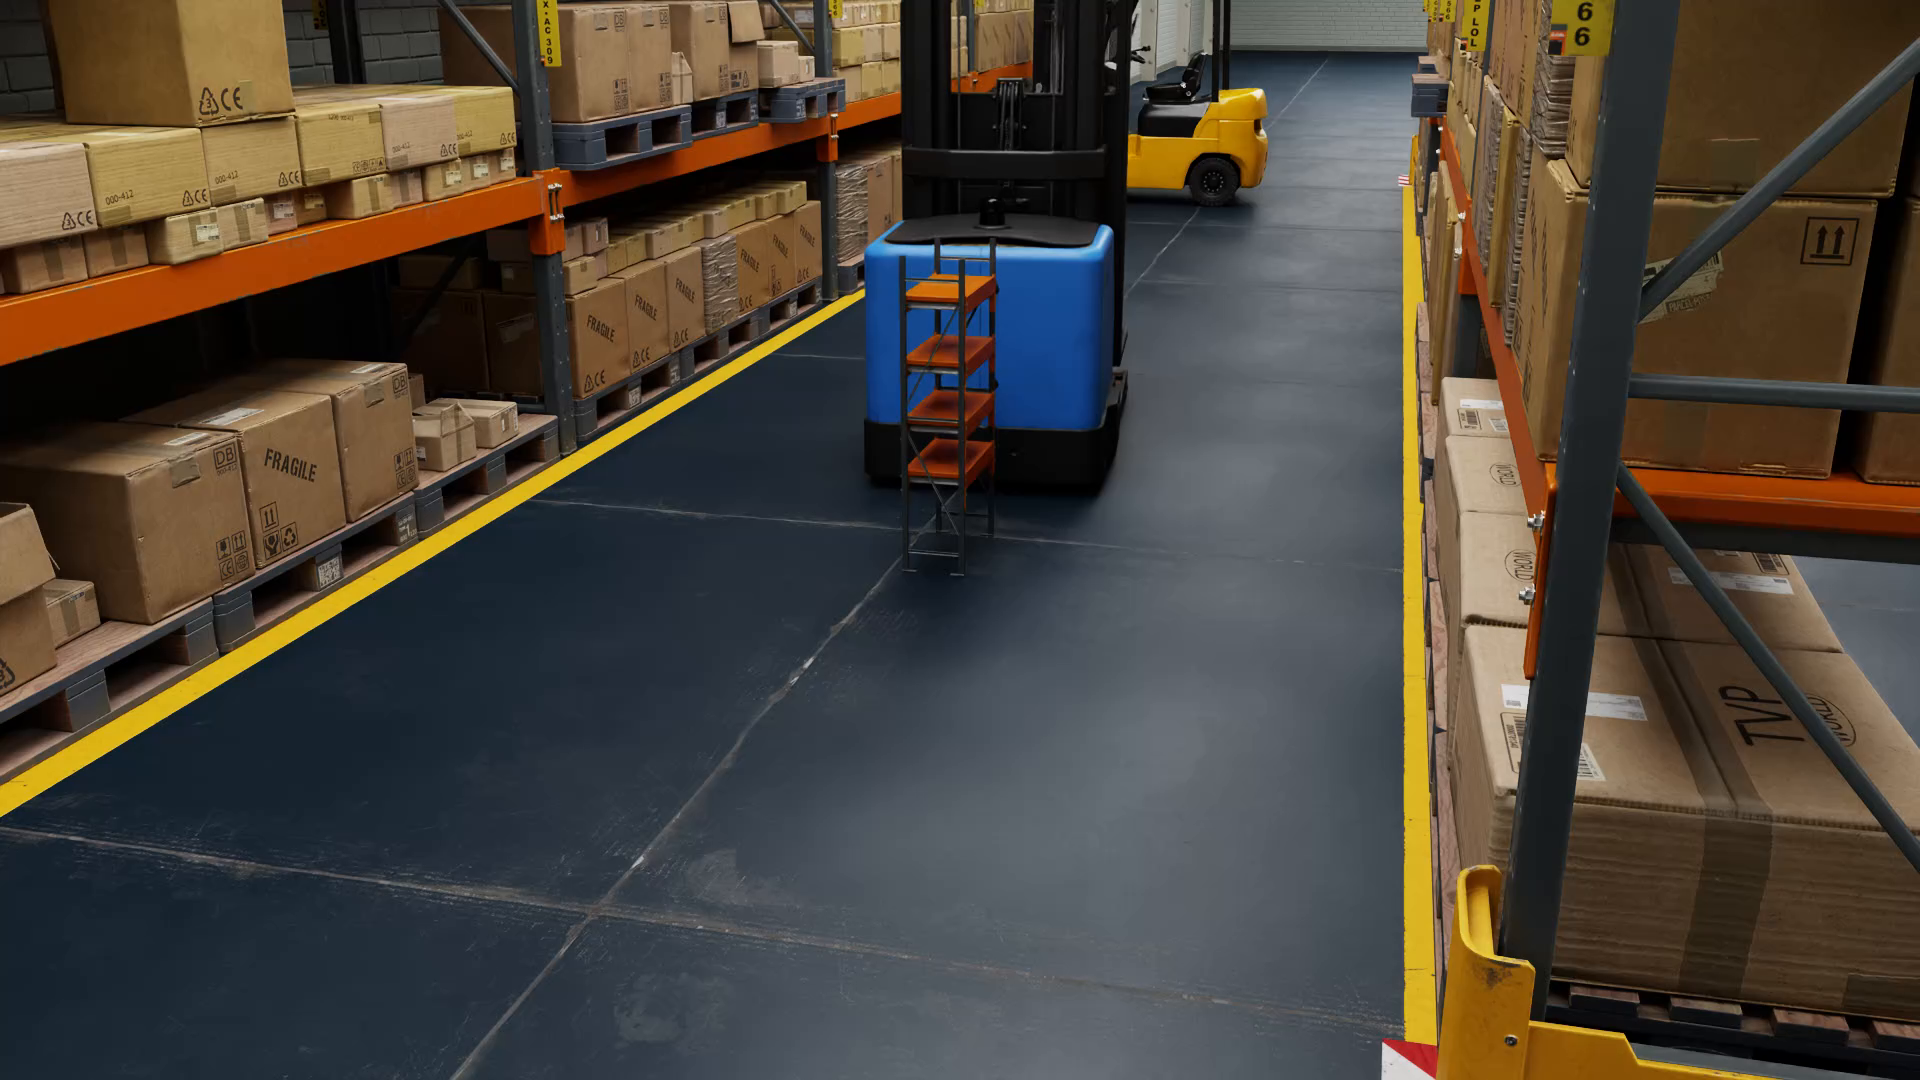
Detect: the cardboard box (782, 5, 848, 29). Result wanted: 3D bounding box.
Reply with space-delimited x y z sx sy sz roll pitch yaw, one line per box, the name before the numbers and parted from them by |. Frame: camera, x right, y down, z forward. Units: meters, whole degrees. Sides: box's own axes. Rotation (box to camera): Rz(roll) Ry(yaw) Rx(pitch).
cardboard box | -0.983 -3.549 11.278 0.380 0.149 0.250 5 20 15

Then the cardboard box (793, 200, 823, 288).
cardboard box | -1.242 -1.984 11.073 0.500 0.500 0.500 5 20 15

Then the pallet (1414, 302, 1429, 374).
pallet | 3.202 -1.166 9.775 1.003 0.211 1.213 5 19 13

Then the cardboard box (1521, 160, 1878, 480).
cardboard box | 1.374 -0.439 3.177 0.500 0.500 0.500 5 19 14

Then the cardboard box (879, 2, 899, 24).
cardboard box | -0.678 -3.954 12.465 0.380 0.149 0.250 5 20 15

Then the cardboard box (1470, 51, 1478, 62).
cardboard box | 2.475 -2.316 7.126 0.500 0.500 0.500 5 19 14

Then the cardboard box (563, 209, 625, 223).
cardboard box | -2.148 -1.811 9.562 0.380 0.149 0.250 4 19 11

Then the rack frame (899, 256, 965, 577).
rack frame | -0.100 -0.439 6.118 0.240 1.200 0.015 5 19 13

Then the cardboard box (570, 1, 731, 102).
cardboard box | -1.671 -2.652 9.008 0.700 0.500 0.500 5 19 13

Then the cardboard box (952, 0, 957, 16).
cardboard box | -0.237 -4.601 14.359 0.380 0.149 0.250 5 20 15

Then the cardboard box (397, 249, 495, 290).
cardboard box | -2.514 -1.325 8.140 0.380 0.149 0.250 4 19 11

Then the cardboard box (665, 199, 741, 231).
cardboard box | -1.534 -1.941 9.944 0.380 0.149 0.250 4 19 13

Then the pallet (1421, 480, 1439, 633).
pallet | 2.229 0.079 6.131 1.003 0.211 1.213 5 19 13

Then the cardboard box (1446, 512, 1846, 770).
cardboard box | 1.793 0.292 4.506 0.875 0.438 0.875 5 20 15

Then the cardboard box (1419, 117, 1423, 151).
cardboard box | 4.828 -4.084 16.448 0.500 0.500 0.500 4 19 11

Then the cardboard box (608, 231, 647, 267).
cardboard box | -1.880 -1.539 8.768 0.380 0.149 0.250 4 19 12

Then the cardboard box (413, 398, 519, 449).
cardboard box | -2.175 -0.516 7.318 0.380 0.149 0.250 4 19 12

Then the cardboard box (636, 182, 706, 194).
cardboard box | -1.867 -2.220 10.762 0.380 0.149 0.250 5 20 15

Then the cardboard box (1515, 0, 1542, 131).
cardboard box | 1.623 -1.231 3.948 0.500 0.500 0.500 5 19 13

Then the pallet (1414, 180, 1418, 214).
pallet | 4.871 -3.258 15.899 1.003 0.211 1.213 5 19 13

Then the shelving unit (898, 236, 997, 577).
shelving unit | -0.040 -0.516 6.342 0.258 1.200 0.503 5 19 13

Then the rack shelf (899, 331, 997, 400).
rack shelf | -0.040 -0.664 6.291 0.258 0.148 0.480 5 19 13

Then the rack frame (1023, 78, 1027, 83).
rack frame | 0.608 -5.625 18.516 1.000 3.000 0.127 5 19 13

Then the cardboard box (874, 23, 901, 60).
cardboard box | -0.732 -3.723 12.404 0.500 0.250 0.500 4 19 12

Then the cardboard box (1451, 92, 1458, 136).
cardboard box | 2.996 -2.360 9.188 0.500 0.250 0.500 4 19 12

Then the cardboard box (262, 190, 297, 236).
cardboard box | -2.551 -1.143 5.782 0.380 0.149 0.250 5 19 13

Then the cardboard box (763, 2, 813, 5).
cardboard box | -1.254 -3.915 12.351 0.380 0.149 0.250 5 19 13

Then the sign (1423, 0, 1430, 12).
sign | 4.896 -5.687 17.357 0.100 0.325 0.005 5 19 13

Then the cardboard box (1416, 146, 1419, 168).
cardboard box | 4.957 -3.901 17.072 0.500 0.250 0.500 4 19 13

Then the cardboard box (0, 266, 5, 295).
cardboard box | -2.907 -0.741 4.605 0.380 0.149 0.250 4 19 13

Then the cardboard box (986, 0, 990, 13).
cardboard box | 0.062 -4.970 15.439 0.380 0.149 0.250 5 19 13

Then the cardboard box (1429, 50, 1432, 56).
cardboard box | 4.840 -4.792 16.466 0.380 0.149 0.250 5 19 14

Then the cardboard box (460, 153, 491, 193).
cardboard box | -2.200 -1.542 6.950 0.380 0.149 0.250 5 20 15

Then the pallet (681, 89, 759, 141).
pallet | -1.817 -2.417 9.420 1.003 0.211 1.213 5 19 13

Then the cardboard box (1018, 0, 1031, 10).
cardboard box | 0.505 -5.445 16.829 0.380 0.149 0.250 5 19 14

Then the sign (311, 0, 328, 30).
sign | -2.863 -2.455 7.442 0.100 0.325 0.005 5 19 13

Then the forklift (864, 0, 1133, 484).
forklift | 0.297 -2.062 8.189 1.130 2.935 3.031 3 19 8

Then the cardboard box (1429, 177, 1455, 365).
cardboard box | 2.996 -1.431 8.874 0.875 0.875 0.875 5 19 14

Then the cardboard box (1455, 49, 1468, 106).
cardboard box | 2.706 -2.278 8.175 0.500 0.250 0.500 5 19 14

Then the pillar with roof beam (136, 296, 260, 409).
pillar with roof beam | 0.806 -4.216 5.108 9.100 9.000 0.400 5 19 13

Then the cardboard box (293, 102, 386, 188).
cardboard box | -2.455 -1.441 6.039 0.500 0.250 0.500 5 19 13

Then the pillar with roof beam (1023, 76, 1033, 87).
pillar with roof beam | 5.204 -9.858 21.626 9.100 9.000 0.400 5 19 13

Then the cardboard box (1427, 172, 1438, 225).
cardboard box | 4.319 -2.771 13.576 0.950 0.372 0.625 5 19 14

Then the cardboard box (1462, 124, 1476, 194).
cardboard box | 2.355 -1.563 6.854 0.500 0.250 0.500 4 19 12

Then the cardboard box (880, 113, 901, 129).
cardboard box | -0.437 -3.912 15.556 0.500 0.250 0.500 5 20 14

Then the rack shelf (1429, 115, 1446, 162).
rack shelf | 3.956 -3.013 11.982 1.077 0.370 4.000 5 19 13

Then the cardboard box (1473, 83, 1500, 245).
cardboard box | 1.995 -1.237 5.513 0.500 0.500 0.500 5 19 14

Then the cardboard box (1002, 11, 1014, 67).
cardboard box | 0.226 -4.861 16.122 0.500 0.500 0.500 4 19 13

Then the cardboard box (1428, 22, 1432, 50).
cardboard box | 4.791 -4.973 15.993 0.500 0.500 0.500 4 19 12

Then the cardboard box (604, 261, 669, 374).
cardboard box | -1.867 -1.181 8.723 0.500 0.500 0.500 4 19 13

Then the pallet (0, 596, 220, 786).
pallet | -3.089 0.436 5.086 1.003 0.211 1.213 5 19 13

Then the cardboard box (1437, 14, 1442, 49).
cardboard box | 3.547 -3.599 11.320 0.500 0.500 0.500 3 19 10

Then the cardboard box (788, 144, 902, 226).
cardboard box | -0.865 -2.804 13.279 0.875 0.625 0.625 4 19 11

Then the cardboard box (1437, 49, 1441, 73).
cardboard box | 3.456 -3.266 11.347 0.380 0.149 0.250 5 19 14

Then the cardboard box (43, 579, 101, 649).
cardboard box | -2.918 0.226 5.147 0.380 0.149 0.250 4 19 11
